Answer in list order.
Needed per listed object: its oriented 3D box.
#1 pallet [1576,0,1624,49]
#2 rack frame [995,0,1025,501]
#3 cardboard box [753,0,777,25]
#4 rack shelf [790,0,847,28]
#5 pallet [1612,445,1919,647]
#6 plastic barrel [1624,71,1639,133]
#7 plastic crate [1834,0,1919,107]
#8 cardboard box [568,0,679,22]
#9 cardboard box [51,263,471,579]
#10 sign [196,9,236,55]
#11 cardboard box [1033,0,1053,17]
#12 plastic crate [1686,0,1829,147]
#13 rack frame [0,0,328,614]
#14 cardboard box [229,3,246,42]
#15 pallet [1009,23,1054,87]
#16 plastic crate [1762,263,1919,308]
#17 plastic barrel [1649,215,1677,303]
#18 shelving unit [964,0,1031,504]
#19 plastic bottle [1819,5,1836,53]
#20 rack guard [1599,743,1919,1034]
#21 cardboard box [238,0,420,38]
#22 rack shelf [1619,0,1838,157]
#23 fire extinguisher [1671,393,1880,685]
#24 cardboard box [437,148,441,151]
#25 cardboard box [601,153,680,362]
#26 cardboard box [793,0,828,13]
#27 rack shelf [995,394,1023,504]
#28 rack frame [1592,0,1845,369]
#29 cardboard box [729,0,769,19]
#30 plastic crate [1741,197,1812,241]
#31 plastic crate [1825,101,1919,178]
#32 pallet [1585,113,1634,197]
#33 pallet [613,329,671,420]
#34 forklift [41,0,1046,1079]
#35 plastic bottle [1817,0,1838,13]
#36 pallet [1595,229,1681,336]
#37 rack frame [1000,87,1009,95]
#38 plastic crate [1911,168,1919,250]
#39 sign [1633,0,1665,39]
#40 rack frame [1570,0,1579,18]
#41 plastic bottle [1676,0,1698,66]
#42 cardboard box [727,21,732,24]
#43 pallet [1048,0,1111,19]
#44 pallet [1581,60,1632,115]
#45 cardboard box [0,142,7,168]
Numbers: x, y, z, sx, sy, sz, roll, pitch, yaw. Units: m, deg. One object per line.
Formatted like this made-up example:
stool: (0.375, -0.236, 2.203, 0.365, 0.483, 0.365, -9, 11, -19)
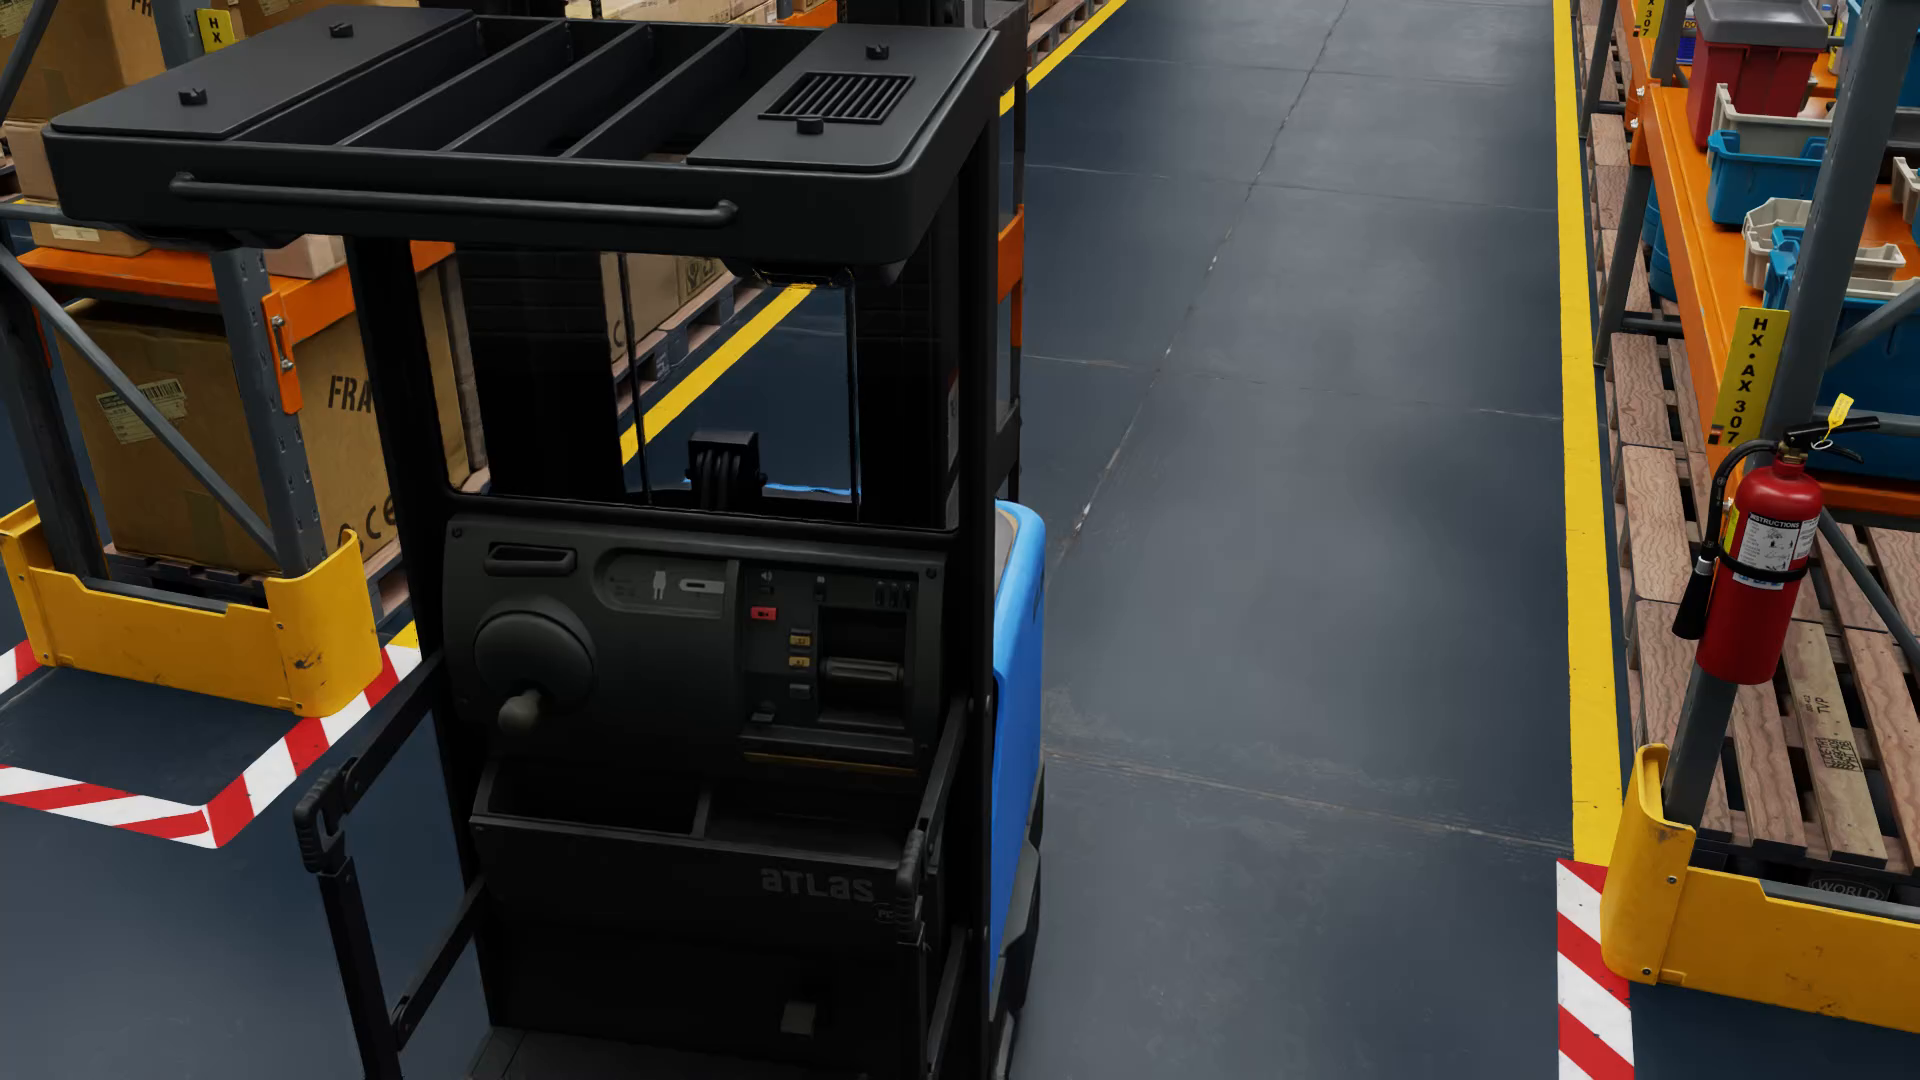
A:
pallet: (5.577, -4.196, 13.575, 1.003, 0.211, 1.213, 8, 30, 15)
rack frame: (0.023, -0.954, 5.805, 0.400, 2.100, 0.015, 8, 30, 15)
cardboard box: (-1.089, -2.476, 7.873, 0.380, 0.149, 0.250, 9, 30, 15)
rack shelf: (-0.725, -3.389, 9.996, 1.077, 0.370, 4.000, 8, 30, 15)
pallet: (2.888, 0.068, 5.912, 1.003, 0.211, 1.213, 8, 30, 15)
plastic barrel: (4.469, -2.931, 10.234, 0.600, 0.830, 0.708, 8, 30, 15)
plastic crate: (3.612, -1.821, 6.392, 0.392, 0.384, 0.575, 8, 30, 15)
cardboard box: (-1.490, -2.118, 6.819, 0.500, 0.250, 0.500, 9, 30, 16)
cardboard box: (-2.375, -0.479, 5.779, 0.875, 0.875, 0.875, 8, 30, 15)
sign: (-1.958, -1.246, 4.432, 0.100, 0.325, 0.005, 8, 30, 15)
cardboard box: (0.350, -4.571, 13.500, 0.700, 0.500, 0.500, 11, 31, 19)
plastic crate: (2.921, -1.742, 6.169, 0.402, 0.464, 0.583, 8, 30, 15)
rack frame: (-2.486, -0.915, 4.809, 1.000, 3.000, 0.127, 8, 30, 15)
cardboard box: (-5.259, -3.417, 11.446, 0.500, 0.500, 0.500, 9, 30, 16)
pallet: (0.093, -3.777, 12.823, 1.003, 0.211, 1.213, 8, 30, 15)
plastic crate: (2.414, -0.657, 4.554, 0.396, 0.136, 0.243, 8, 30, 15)
plastic barrel: (3.599, -1.584, 7.738, 0.600, 0.901, 0.708, 8, 30, 15)
shelving unit: (-0.049, -0.841, 5.601, 0.431, 2.100, 0.503, 8, 30, 15)
plastic bottle: (3.905, -2.320, 7.540, 0.097, 0.201, 0.097, 0, 29, 0)
rack guard: (2.254, 0.897, 4.123, 1.175, 0.500, 0.348, 8, 30, 15)
cardboard box: (-1.941, -1.724, 5.341, 0.500, 0.500, 0.500, 8, 30, 14)
rack shelf: (4.010, -2.682, 8.726, 1.077, 0.370, 4.000, 8, 30, 15)
fire extinguisher: (1.770, -0.006, 3.639, 0.296, 0.674, 0.183, 8, 30, 15)
cardboard box: (-1.941, -1.406, 5.541, 0.500, 0.250, 0.500, 8, 30, 14)
cardboard box: (-1.847, -1.315, 7.283, 0.875, 0.875, 0.875, 8, 30, 15)
cardboard box: (-0.938, -2.996, 8.447, 0.500, 0.500, 0.500, 9, 30, 15)
rack shelf: (-0.049, -0.217, 5.948, 0.431, 0.518, 0.480, 8, 30, 15)
rack frame: (3.423, -2.067, 6.880, 1.000, 3.000, 0.127, 8, 30, 15)
cardboard box: (-1.191, -2.596, 7.679, 0.500, 0.250, 0.500, 8, 30, 14)
plastic crate: (2.541, -0.930, 5.045, 0.298, 0.136, 0.250, 8, 30, 15)
plastic crate: (3.351, -1.415, 5.929, 0.437, 0.125, 0.590, 8, 30, 15)
pallet: (4.405, -2.335, 10.230, 1.003, 0.211, 1.213, 8, 30, 15)
pallet: (-1.966, -0.644, 7.191, 1.003, 0.211, 1.213, 8, 30, 15)
forklift: (-0.522, 0.228, 2.825, 1.130, 2.935, 3.031, 5, 29, 8)
plastic bottle: (4.194, -2.604, 7.973, 0.152, 0.276, 0.135, 8, 30, 15)
pallet: (3.689, -1.201, 8.192, 1.003, 0.211, 1.213, 8, 30, 15)
rack frame: (-0.138, -4.633, 11.492, 1.000, 3.000, 0.127, 8, 30, 15)
plastic crate: (3.110, -0.980, 5.037, 0.416, 0.233, 0.300, 8, 30, 15)
sign: (2.897, -2.267, 6.956, 0.100, 0.325, 0.005, 8, 30, 15)
rack frame: (5.771, -5.785, 13.563, 1.000, 3.000, 0.127, 8, 30, 15)
plastic bottle: (3.229, -2.242, 7.323, 0.152, 0.276, 0.135, 8, 30, 15)
cardboard box: (-1.239, -2.237, 7.444, 0.380, 0.149, 0.250, 8, 30, 14)
pallet: (0.809, -4.911, 14.861, 1.003, 0.211, 1.213, 8, 30, 15)
pallet: (4.861, -3.062, 11.537, 1.003, 0.211, 1.213, 8, 30, 15)
cardboard box: (-5.813, -2.235, 9.683, 0.380, 0.149, 0.250, 9, 30, 16)
